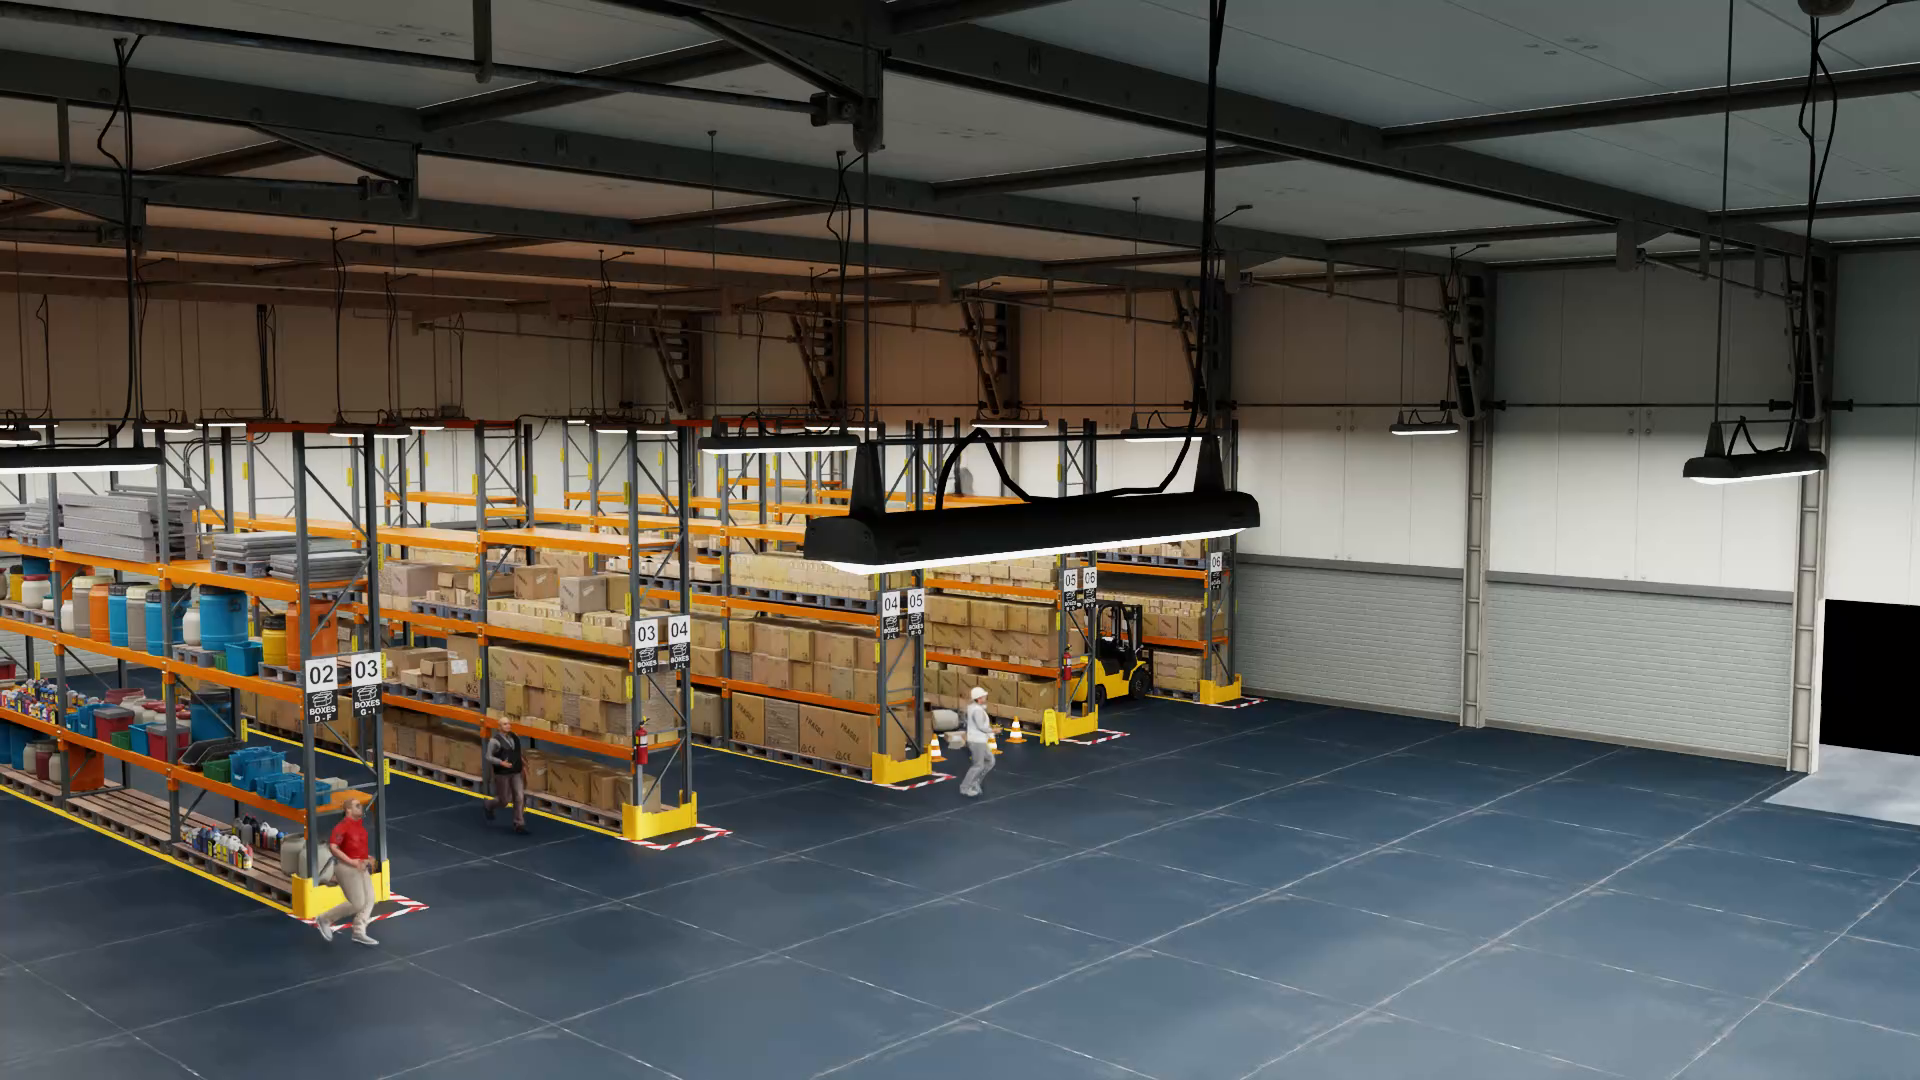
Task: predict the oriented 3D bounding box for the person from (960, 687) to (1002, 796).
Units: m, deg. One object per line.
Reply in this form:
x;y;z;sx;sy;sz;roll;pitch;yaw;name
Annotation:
0.326;3.267;26.907;0.681;1.794;0.682;0;5;-5;person

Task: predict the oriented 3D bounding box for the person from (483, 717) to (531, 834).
-6.691;3.468;24.637;0.971;1.689;0.676;4;6;41;person

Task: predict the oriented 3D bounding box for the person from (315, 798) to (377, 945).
-7.191;3.895;19.612;0.691;1.701;0.681;0;5;2;person
